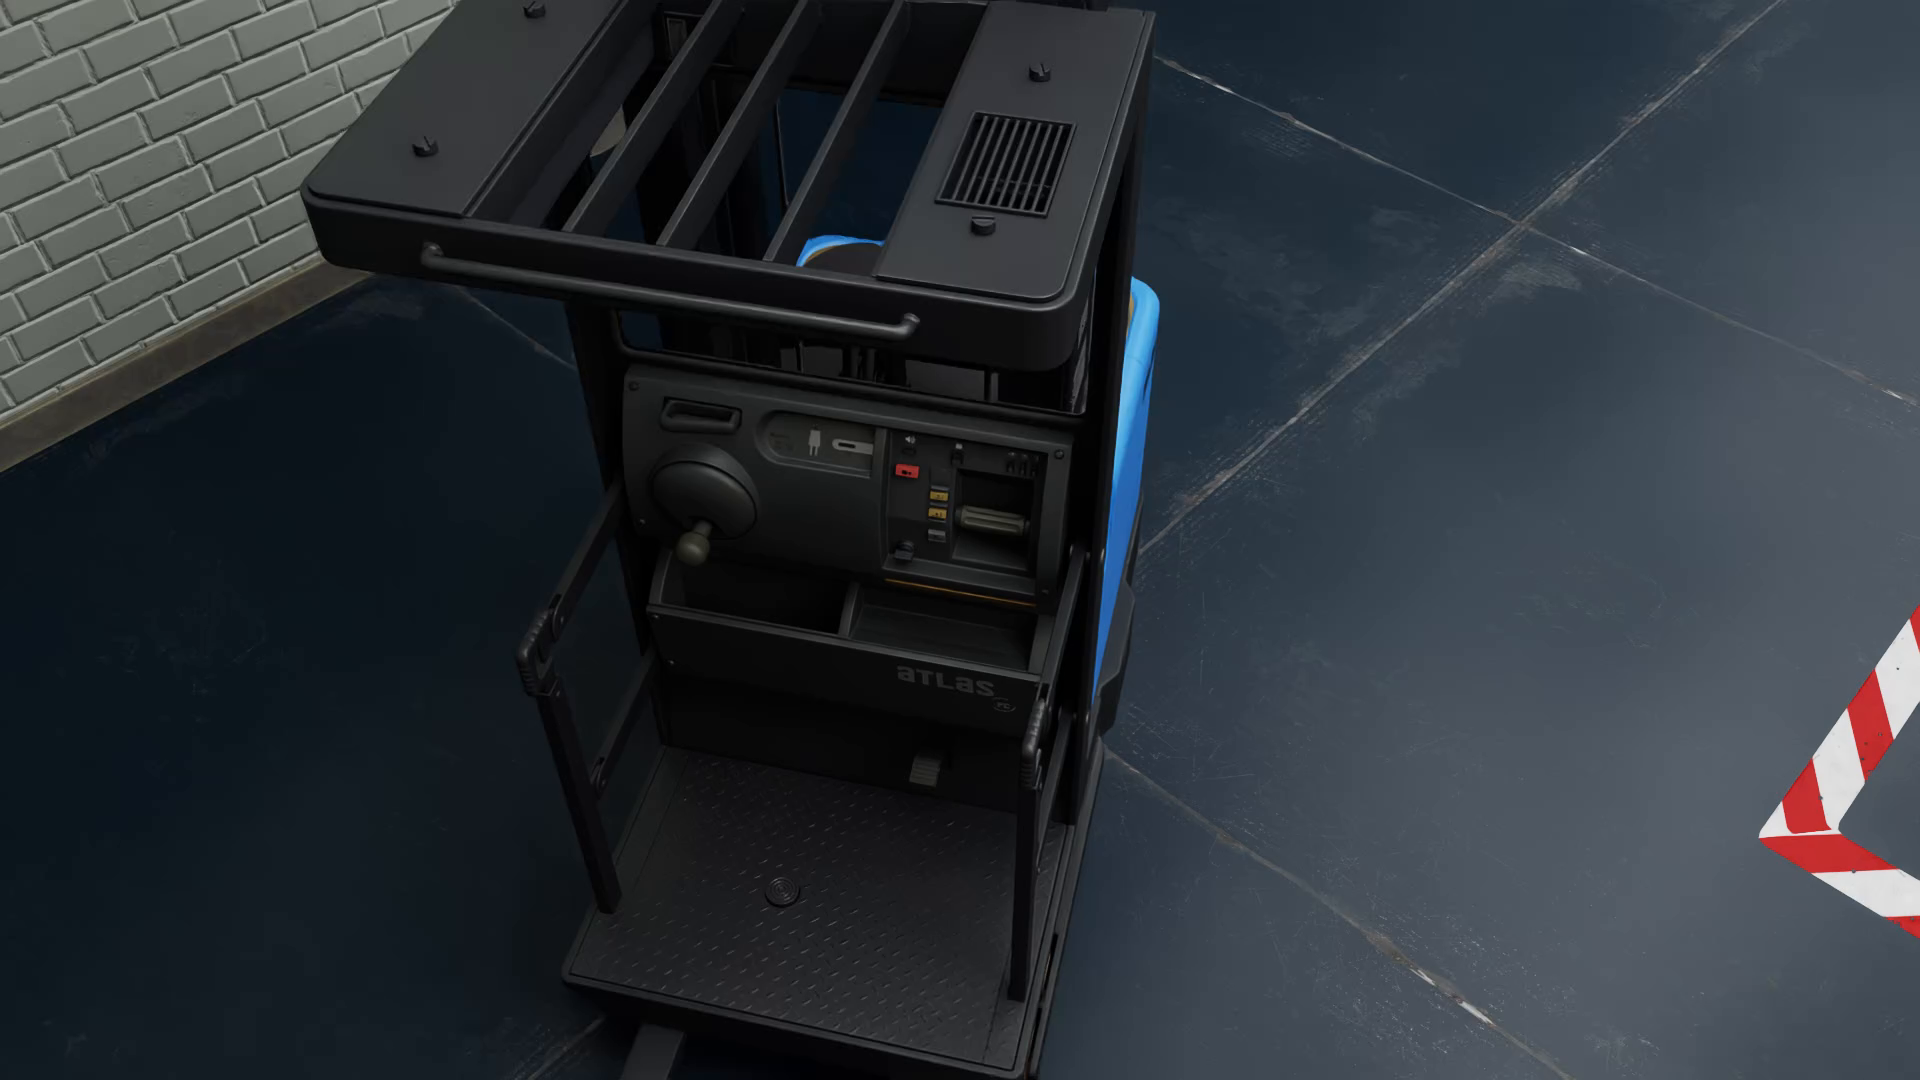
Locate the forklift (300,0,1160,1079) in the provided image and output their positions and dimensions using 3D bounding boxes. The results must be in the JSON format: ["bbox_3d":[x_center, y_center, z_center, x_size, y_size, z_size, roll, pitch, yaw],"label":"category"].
[{"bbox_3d":[-0.287,0.000,3.240,1.130,2.935,3.031,10,48,9],"label":"forklift"}]
